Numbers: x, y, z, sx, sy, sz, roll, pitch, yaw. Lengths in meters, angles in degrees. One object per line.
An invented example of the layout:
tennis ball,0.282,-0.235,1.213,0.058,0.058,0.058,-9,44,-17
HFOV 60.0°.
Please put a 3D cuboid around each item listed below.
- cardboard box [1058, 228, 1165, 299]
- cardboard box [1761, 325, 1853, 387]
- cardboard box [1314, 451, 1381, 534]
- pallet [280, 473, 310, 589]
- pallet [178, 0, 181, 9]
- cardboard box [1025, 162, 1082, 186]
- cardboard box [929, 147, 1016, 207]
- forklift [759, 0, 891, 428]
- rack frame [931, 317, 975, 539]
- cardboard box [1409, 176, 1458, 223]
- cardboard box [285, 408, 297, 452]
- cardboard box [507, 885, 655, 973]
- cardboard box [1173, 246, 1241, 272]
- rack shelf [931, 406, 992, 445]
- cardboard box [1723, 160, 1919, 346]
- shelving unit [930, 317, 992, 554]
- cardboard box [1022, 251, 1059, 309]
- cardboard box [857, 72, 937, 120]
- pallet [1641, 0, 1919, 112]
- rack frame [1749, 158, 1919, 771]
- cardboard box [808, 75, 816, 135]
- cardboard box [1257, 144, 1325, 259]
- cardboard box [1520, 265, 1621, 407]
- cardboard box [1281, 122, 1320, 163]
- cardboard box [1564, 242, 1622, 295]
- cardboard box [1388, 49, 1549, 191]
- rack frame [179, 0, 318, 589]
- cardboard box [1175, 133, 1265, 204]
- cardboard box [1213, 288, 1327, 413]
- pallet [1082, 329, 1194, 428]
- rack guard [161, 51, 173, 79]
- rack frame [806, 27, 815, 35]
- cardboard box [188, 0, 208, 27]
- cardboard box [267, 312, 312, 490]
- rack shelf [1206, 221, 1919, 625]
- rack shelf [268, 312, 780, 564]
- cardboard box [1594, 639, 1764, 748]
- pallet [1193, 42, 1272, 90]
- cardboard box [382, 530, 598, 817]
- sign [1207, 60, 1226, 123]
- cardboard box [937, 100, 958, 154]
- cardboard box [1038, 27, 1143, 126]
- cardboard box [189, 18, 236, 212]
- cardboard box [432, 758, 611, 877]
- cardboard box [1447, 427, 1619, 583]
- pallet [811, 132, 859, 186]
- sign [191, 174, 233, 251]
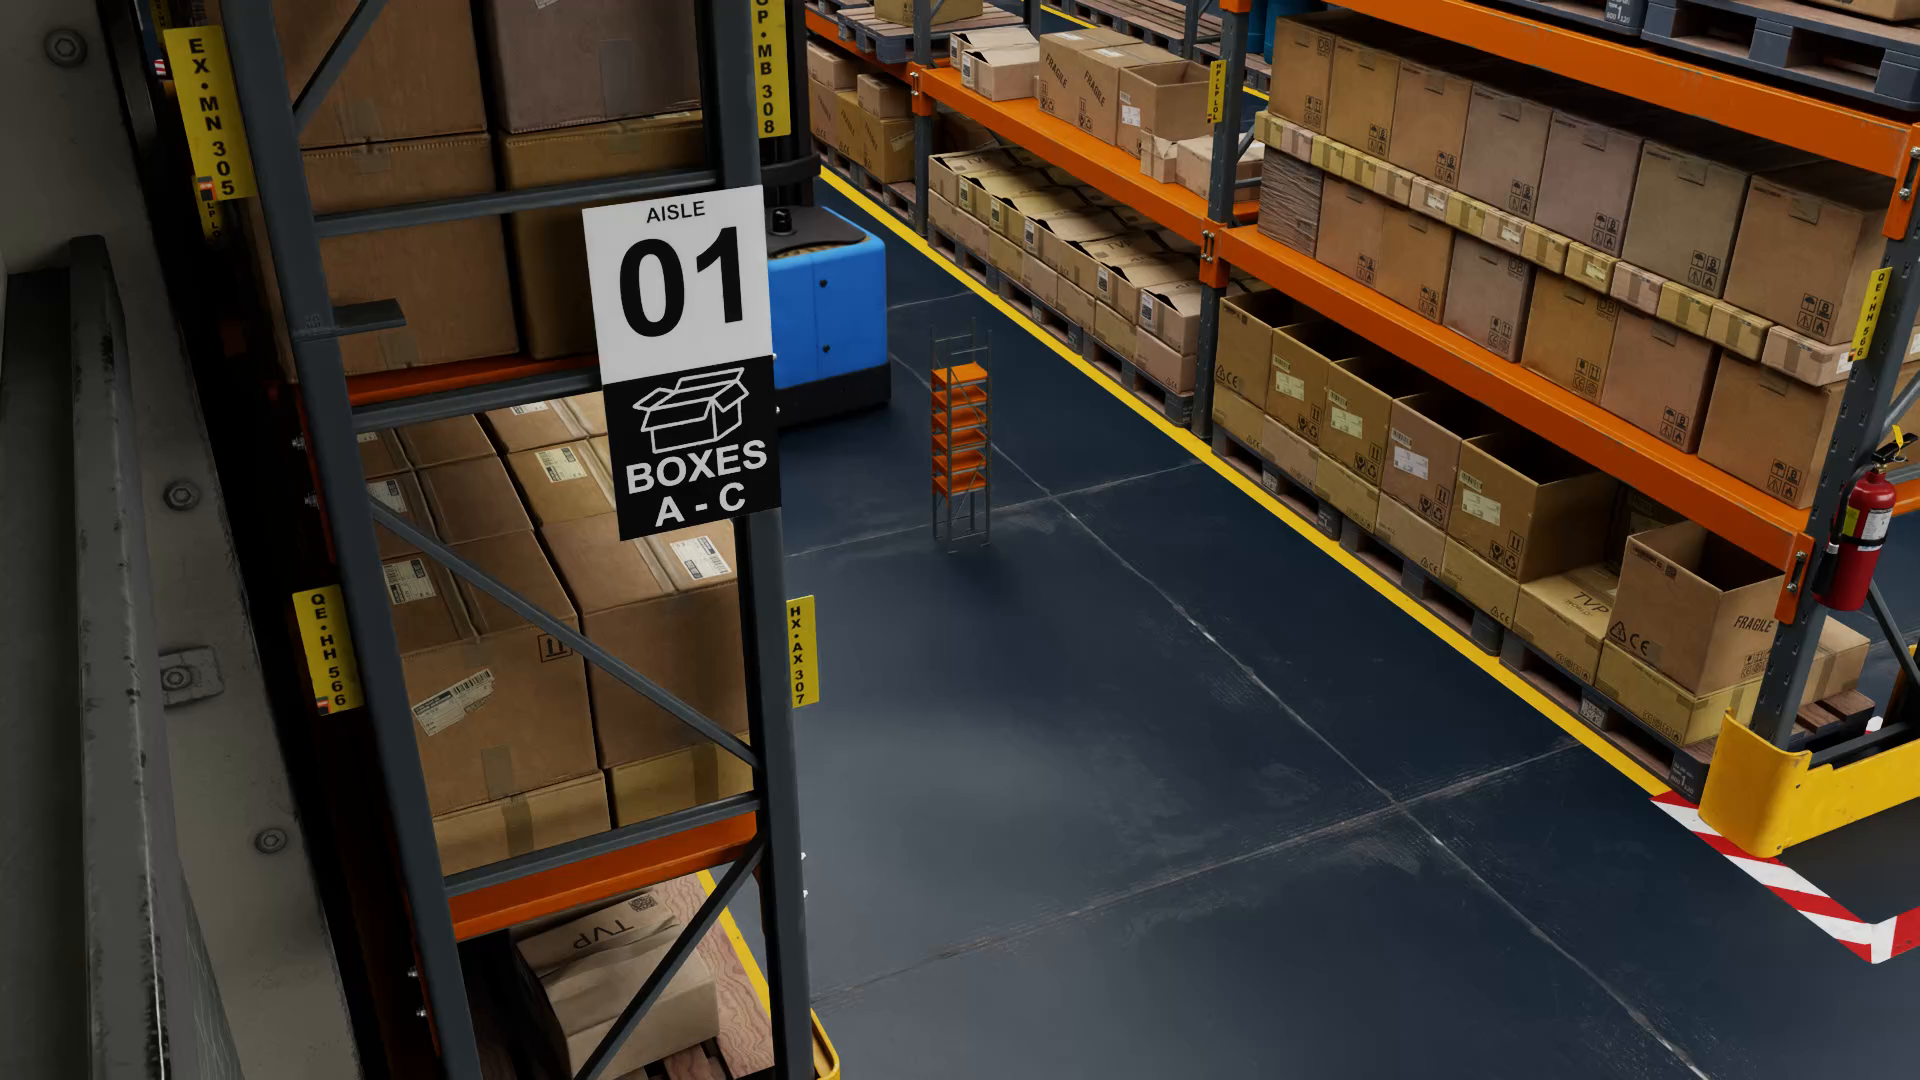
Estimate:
cardboard box,0.975,-1.822,10.741,0.500,0.311,0.500,-13,32,-22
cardboard box,3.230,-0.714,6.190,0.380,0.149,0.250,-14,32,-23
cardboard box,2.195,-0.297,8.594,0.500,0.250,0.500,-13,32,-22
pallet,-2.959,-0.111,8.732,1.003,0.211,1.213,-13,32,-22
pallet,-2.792,-2.505,7.275,1.213,0.211,1.003,-13,32,-22
cardboard box,0.808,-2.613,12.151,0.500,0.311,0.500,-14,32,-23
cardboard box,0.092,-2.728,12.356,0.500,0.311,0.500,-12,31,-20
forklift,-1.615,-2.577,10.349,1.130,2.935,3.031,-17,33,-27
rack frame,-0.033,-0.557,8.517,0.240,1.200,0.006,-13,32,-22
cardboard box,2.347,-1.624,7.814,0.380,0.149,0.250,-14,32,-23
cardboard box,-2.384,-0.453,6.623,0.500,0.250,0.500,-14,32,-24
cardboard box,-1.366,1.188,5.864,0.500,0.311,0.500,-10,31,-18
cardboard box,1.687,-1.711,10.542,0.500,0.311,0.500,-13,32,-23
rack shelf,0.006,-0.583,8.408,0.258,0.103,0.180,-13,32,-22
cardboard box,3.355,-1.100,6.216,0.700,0.500,0.500,-13,32,-22
shelving unit,0.006,-0.517,8.445,0.258,1.200,0.189,-13,32,-22
cardboard box,0.757,-1.806,11.286,0.500,0.250,0.500,-12,32,-21
cardboard box,-0.509,-3.609,13.458,0.500,0.250,0.500,-12,31,-20
pallet,3.286,-1.846,5.998,1.003,0.211,1.213,-13,32,-22
rack frame,3.566,-0.258,6.144,1.000,3.000,0.127,-13,32,-22
cardboard box,-1.151,-3.940,14.816,0.500,0.500,0.500,-13,32,-21
cardboard box,2.045,-1.874,8.923,0.700,0.500,0.500,-14,32,-23
cardboard box,2.940,-0.962,7.297,0.700,0.500,0.500,-13,32,-22
cardboard box,1.898,-2.082,8.630,0.380,0.149,0.250,-13,32,-21
cardboard box,2.788,-1.169,7.003,0.380,0.149,0.250,-12,31,-20
cardboard box,2.478,-1.996,7.813,0.700,0.500,0.500,-13,32,-22
rack frame,-2.623,-0.983,7.437,1.000,3.000,0.127,-13,32,-22
cardboard box,1.598,-2.168,9.703,0.500,0.250,0.500,-11,31,-19
cardboard box,1.766,-1.066,9.199,0.500,0.500,0.500,-13,32,-22
pallet,1.498,-1.126,10.542,1.003,0.211,1.213,-13,32,-22
rack guard,-7.785,-5.205,17.520,1.175,0.500,0.348,-13,32,-22
rack frame,-1.585,-5.559,15.597,1.000,3.000,0.127,-13,32,-22
cardboard box,-1.571,-1.387,3.946,0.500,0.500,0.500,-11,31,-19
cardboard box,-2.182,-0.552,6.033,0.500,0.500,0.500,-12,32,-21
rack shelf,2.708,-0.828,7.895,1.077,0.370,4.000,-13,32,-22
rack shelf,-1.765,-1.094,5.304,1.077,0.370,4.000,-13,32,-22
cardboard box,3.069,0.583,7.025,0.500,0.250,0.500,-13,32,-22
pallet,3.184,-5.032,17.507,1.003,0.211,1.213,-13,32,-22
cardboard box,-1.300,0.350,4.426,0.500,0.500,0.500,-13,32,-23
sign,1.363,-2.377,8.820,0.100,0.325,0.005,-13,32,-22
cardboard box,-0.035,-3.385,13.825,0.500,0.500,0.500,-14,32,-24
cardboard box,0.867,-3.098,11.106,0.500,0.500,0.500,-15,33,-25
cardboard box,-1.758,-1.151,4.546,0.500,0.500,0.500,-15,32,-24
cardboard box,-1.282,0.674,4.613,0.500,0.250,0.500,-13,32,-21
cardboard box,2.625,-0.182,7.623,0.500,0.500,0.500,-13,32,-22
pallet,-0.674,-3.452,14.690,1.003,0.211,1.213,-13,32,-22
sign,-3.123,-1.370,6.943,0.100,0.325,0.005,-13,32,-22
